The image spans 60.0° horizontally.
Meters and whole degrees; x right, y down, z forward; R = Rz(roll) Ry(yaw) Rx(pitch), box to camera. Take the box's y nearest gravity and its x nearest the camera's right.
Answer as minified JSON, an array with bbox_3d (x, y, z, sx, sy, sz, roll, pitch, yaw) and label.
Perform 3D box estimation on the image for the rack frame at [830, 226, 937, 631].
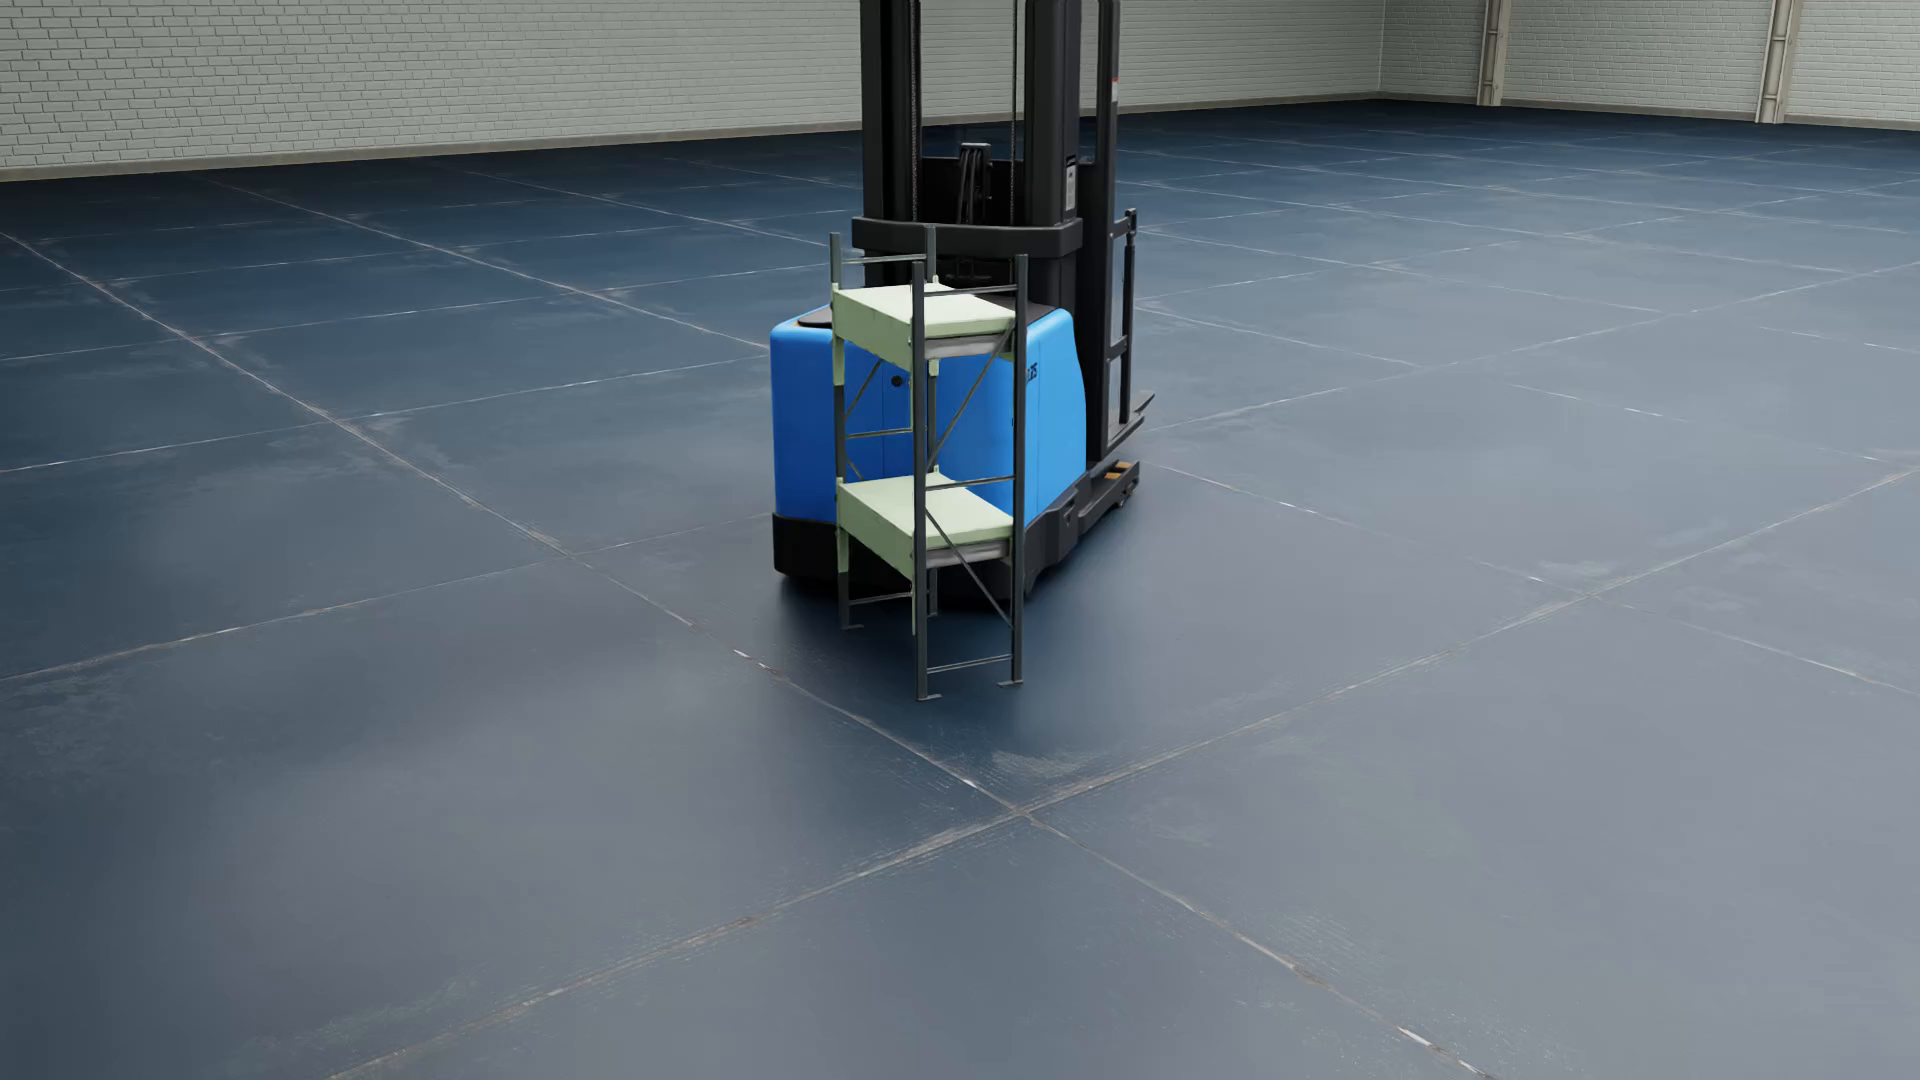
[{"bbox_3d":[-0.274,-0.395,6.169,0.400,1.500,0.023,-8,20,-23],"label":"rack frame"}]

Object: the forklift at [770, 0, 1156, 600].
[{"bbox_3d":[0.227,-1.584,7.483,1.130,2.935,3.031,7,19,19],"label":"forklift"}]

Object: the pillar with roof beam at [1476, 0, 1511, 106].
[{"bbox_3d":[7.729,-12.560,30.977,9.100,9.000,0.400,-14,23,-36],"label":"pillar with roof beam"}]

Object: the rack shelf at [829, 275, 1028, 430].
[{"bbox_3d":[-0.120,-0.661,5.731,0.431,0.370,0.720,-8,20,-23],"label":"rack shelf"}]

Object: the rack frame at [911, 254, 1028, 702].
[{"bbox_3d":[0.033,-0.186,5.538,0.400,1.500,0.023,-8,20,-23],"label":"rack frame"}]

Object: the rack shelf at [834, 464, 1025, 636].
[{"bbox_3d":[-0.120,0.019,5.956,0.431,0.370,0.720,-8,20,-23],"label":"rack shelf"}]

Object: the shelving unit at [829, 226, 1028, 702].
[{"bbox_3d":[-0.120,-0.290,5.853,0.431,1.500,0.755,-8,20,-23],"label":"shelving unit"}]

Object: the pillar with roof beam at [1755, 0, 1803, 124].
[{"bbox_3d":[11.455,-11.081,26.512,9.100,9.000,0.400,-14,23,-36],"label":"pillar with roof beam"}]
